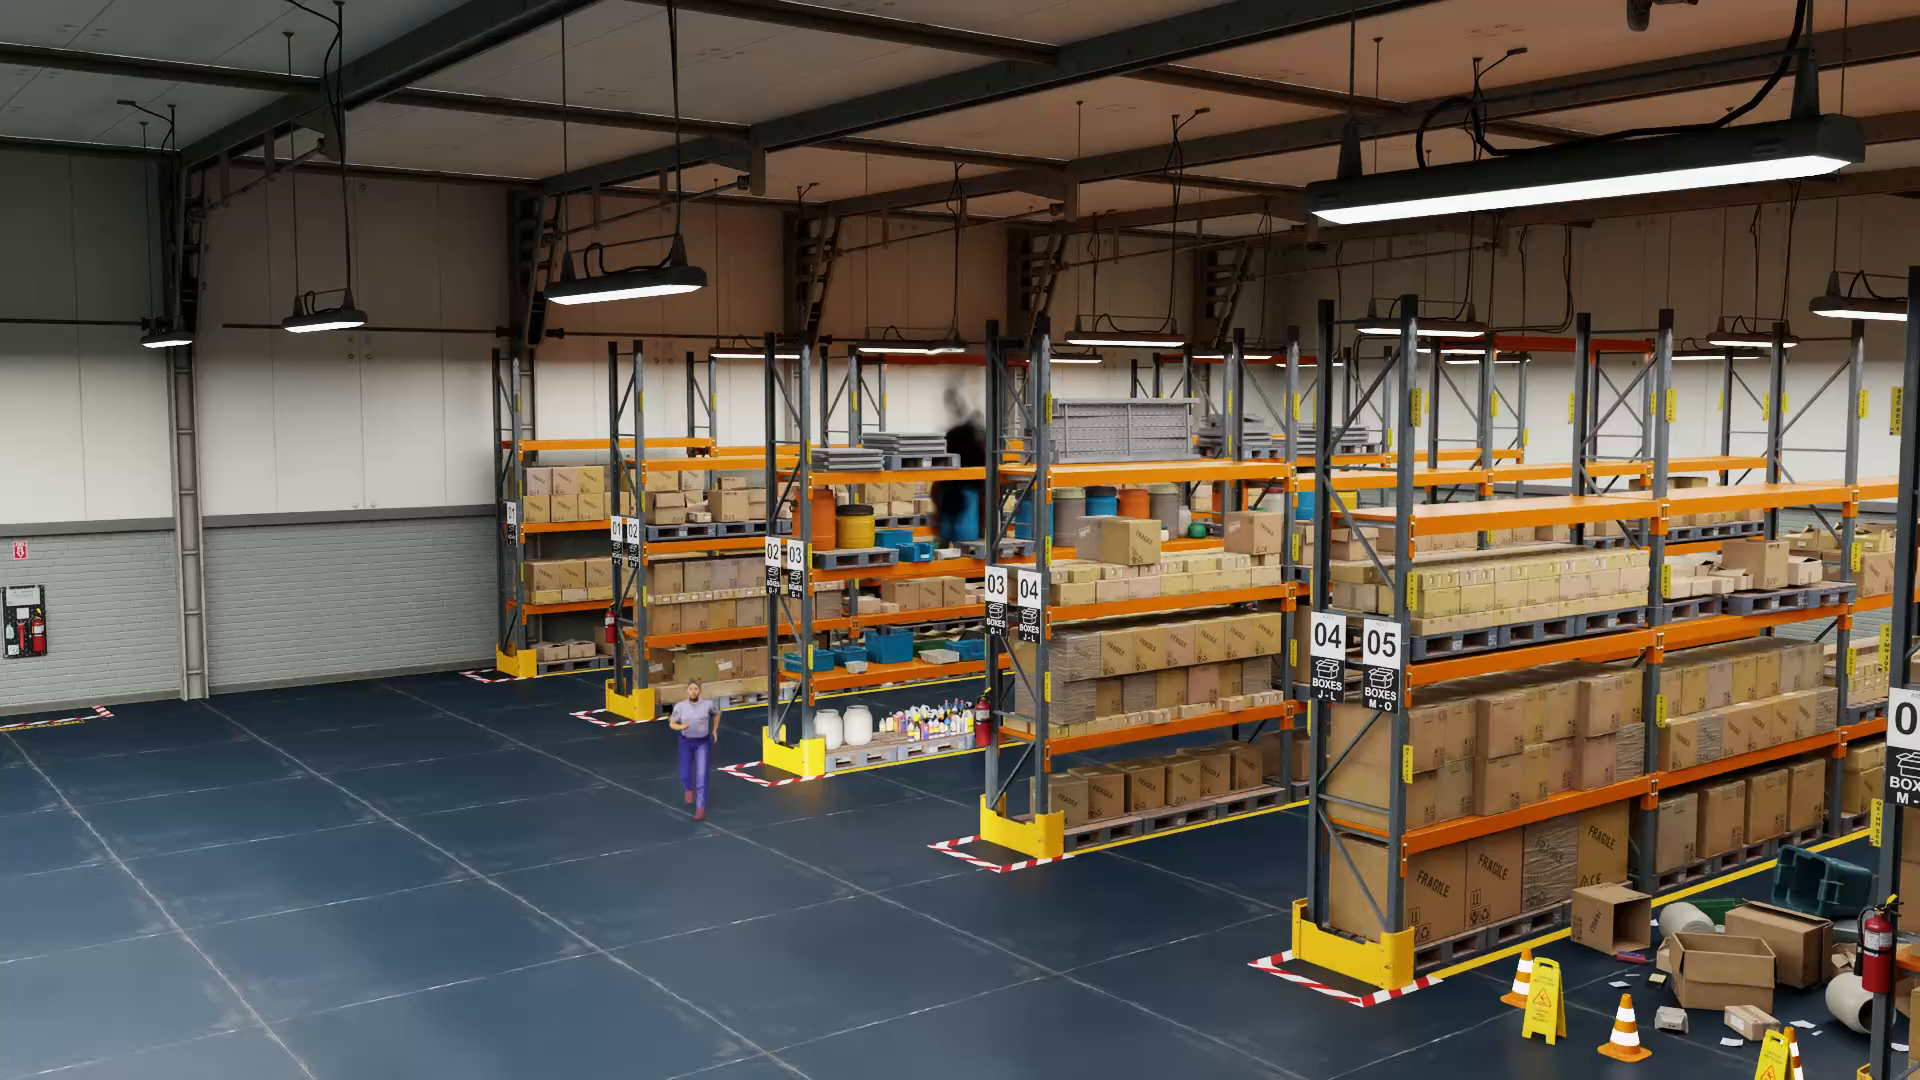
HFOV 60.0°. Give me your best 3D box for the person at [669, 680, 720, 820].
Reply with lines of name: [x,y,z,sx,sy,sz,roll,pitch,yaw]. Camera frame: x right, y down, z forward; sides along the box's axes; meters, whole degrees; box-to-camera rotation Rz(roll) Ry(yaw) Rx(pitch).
person: [-3.259,2.533,20.452,0.607,1.632,0.941,0,5,-6]
